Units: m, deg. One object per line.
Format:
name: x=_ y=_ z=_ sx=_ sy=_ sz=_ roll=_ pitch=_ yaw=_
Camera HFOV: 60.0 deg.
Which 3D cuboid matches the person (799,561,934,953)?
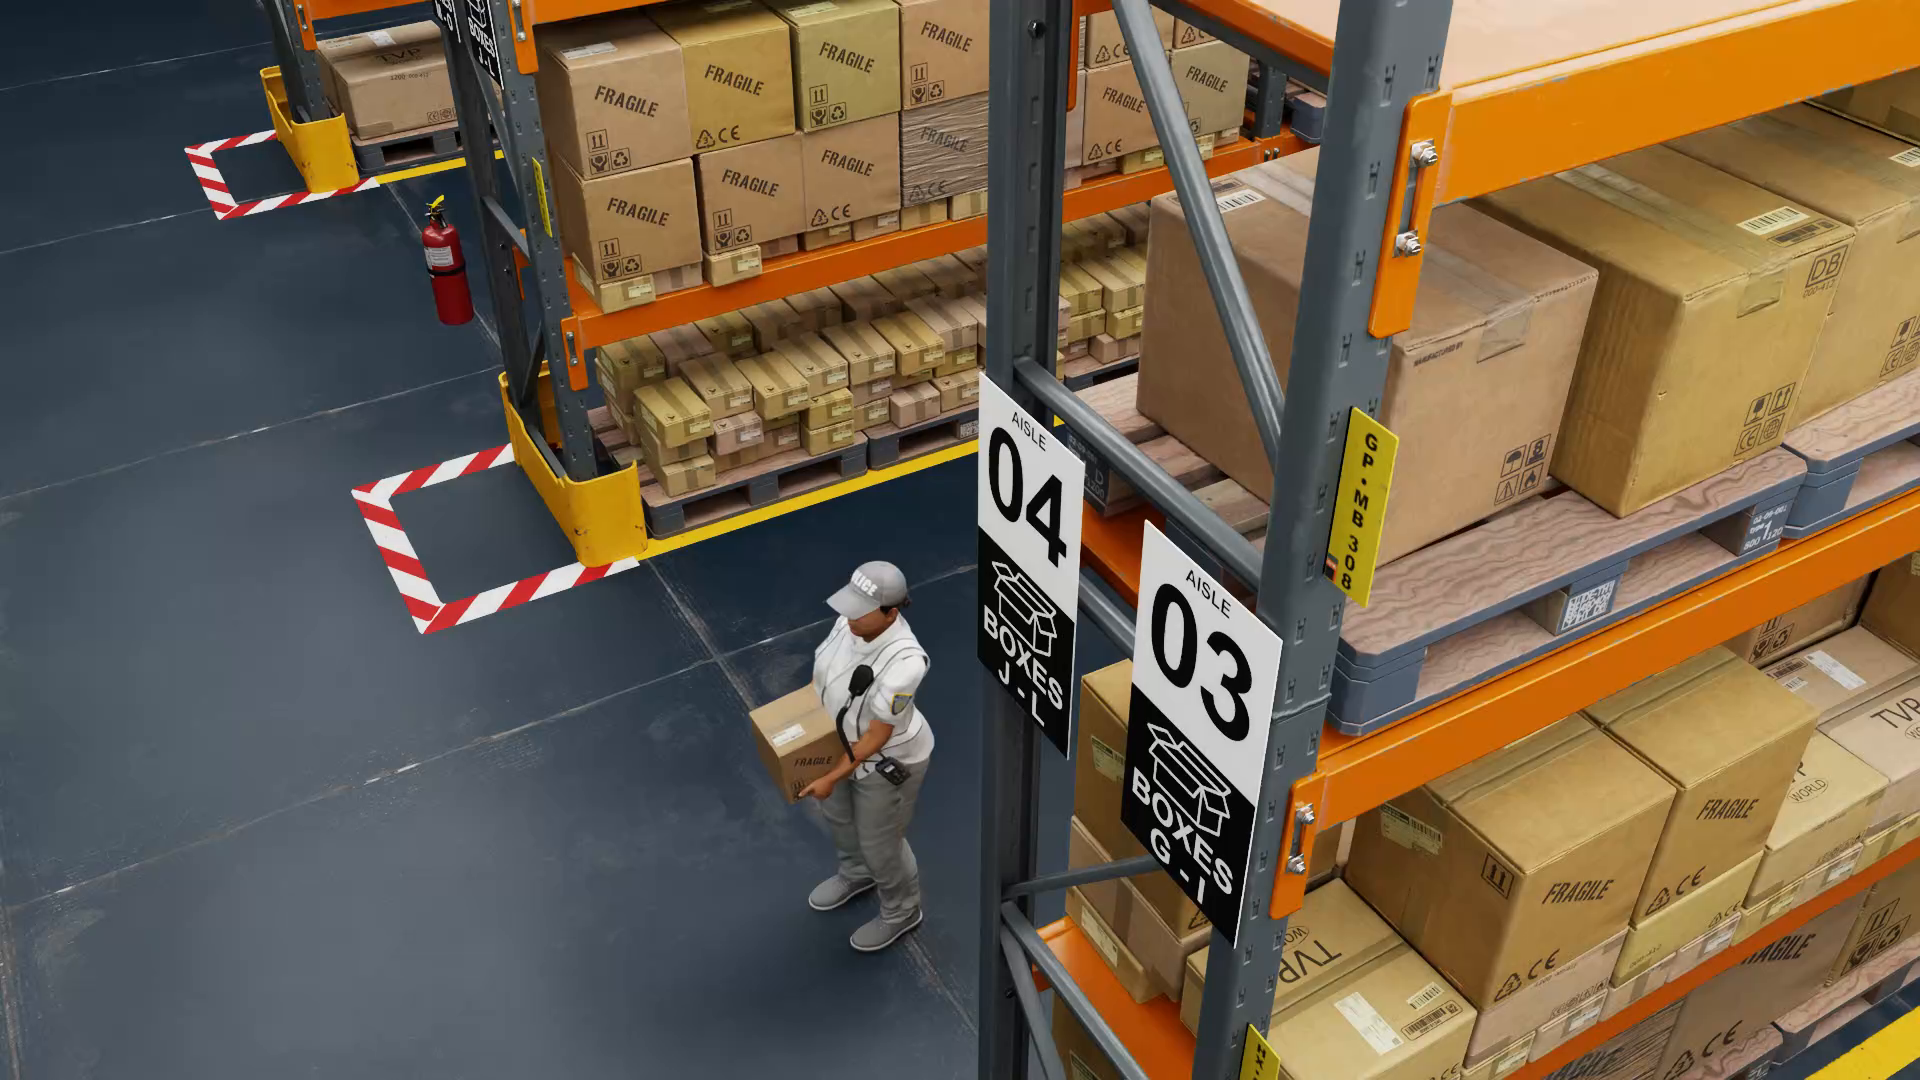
person: x=-0.376 y=0.777 z=5.903 sx=0.543 sy=1.660 sz=0.453 roll=-19 pitch=41 yaw=-23
